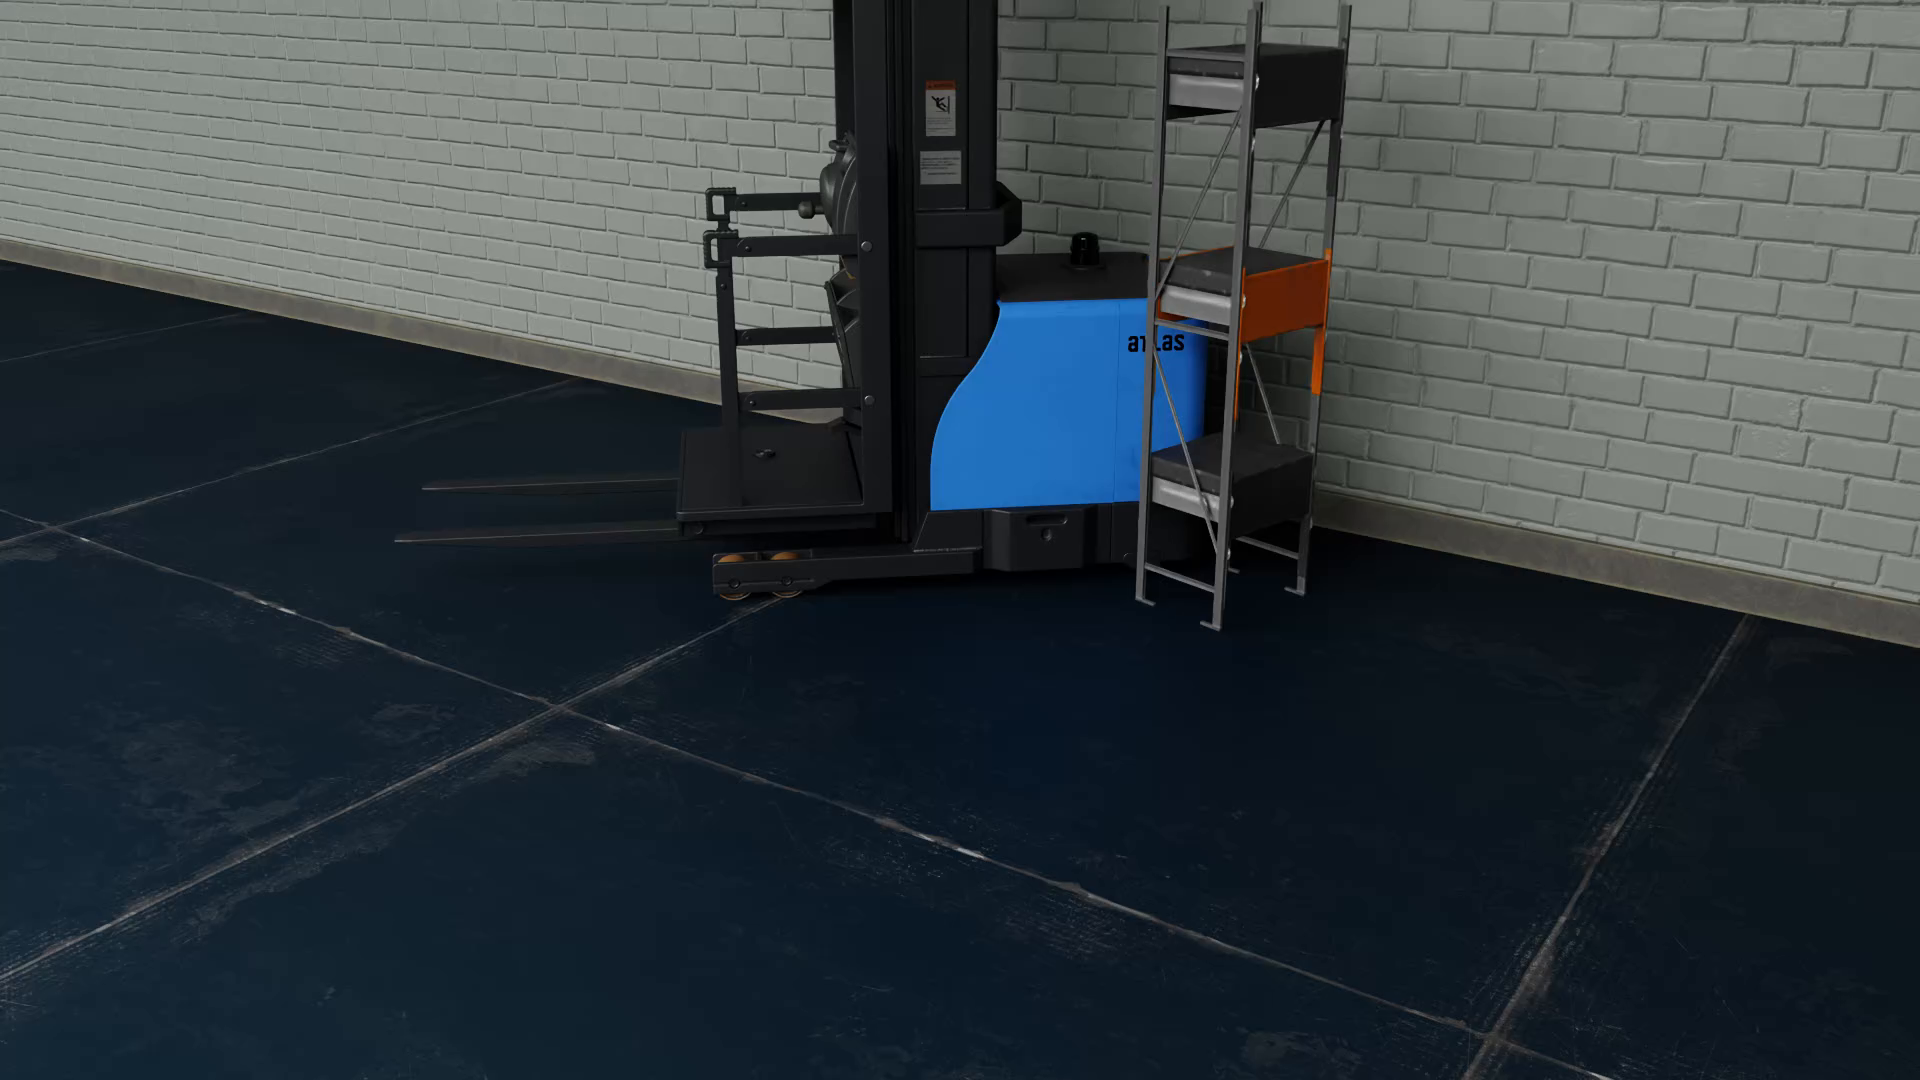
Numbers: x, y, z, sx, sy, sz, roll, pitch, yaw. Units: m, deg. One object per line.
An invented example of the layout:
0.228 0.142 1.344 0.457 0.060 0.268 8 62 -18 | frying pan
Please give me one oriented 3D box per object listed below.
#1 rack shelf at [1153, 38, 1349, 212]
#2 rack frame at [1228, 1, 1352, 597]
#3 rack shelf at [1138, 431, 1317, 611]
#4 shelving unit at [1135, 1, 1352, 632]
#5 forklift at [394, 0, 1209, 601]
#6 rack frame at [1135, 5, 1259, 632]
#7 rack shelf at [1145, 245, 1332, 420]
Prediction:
0.971 -1.414 5.582 0.480 0.518 0.431 -17 27 -39 | rack shelf
1.152 -0.827 5.974 0.015 2.100 0.400 -17 27 -39 | rack frame
0.971 -0.101 6.068 0.480 0.518 0.431 -17 27 -39 | rack shelf
0.971 -0.770 5.820 0.503 2.100 0.431 -17 27 -39 | shelving unit
-0.625 -1.346 6.178 3.031 2.935 1.130 -3 20 -7 | forklift
0.790 -0.713 5.667 0.015 2.100 0.400 -17 27 -39 | rack frame
0.971 -0.757 5.825 0.480 0.518 0.431 -17 27 -39 | rack shelf
